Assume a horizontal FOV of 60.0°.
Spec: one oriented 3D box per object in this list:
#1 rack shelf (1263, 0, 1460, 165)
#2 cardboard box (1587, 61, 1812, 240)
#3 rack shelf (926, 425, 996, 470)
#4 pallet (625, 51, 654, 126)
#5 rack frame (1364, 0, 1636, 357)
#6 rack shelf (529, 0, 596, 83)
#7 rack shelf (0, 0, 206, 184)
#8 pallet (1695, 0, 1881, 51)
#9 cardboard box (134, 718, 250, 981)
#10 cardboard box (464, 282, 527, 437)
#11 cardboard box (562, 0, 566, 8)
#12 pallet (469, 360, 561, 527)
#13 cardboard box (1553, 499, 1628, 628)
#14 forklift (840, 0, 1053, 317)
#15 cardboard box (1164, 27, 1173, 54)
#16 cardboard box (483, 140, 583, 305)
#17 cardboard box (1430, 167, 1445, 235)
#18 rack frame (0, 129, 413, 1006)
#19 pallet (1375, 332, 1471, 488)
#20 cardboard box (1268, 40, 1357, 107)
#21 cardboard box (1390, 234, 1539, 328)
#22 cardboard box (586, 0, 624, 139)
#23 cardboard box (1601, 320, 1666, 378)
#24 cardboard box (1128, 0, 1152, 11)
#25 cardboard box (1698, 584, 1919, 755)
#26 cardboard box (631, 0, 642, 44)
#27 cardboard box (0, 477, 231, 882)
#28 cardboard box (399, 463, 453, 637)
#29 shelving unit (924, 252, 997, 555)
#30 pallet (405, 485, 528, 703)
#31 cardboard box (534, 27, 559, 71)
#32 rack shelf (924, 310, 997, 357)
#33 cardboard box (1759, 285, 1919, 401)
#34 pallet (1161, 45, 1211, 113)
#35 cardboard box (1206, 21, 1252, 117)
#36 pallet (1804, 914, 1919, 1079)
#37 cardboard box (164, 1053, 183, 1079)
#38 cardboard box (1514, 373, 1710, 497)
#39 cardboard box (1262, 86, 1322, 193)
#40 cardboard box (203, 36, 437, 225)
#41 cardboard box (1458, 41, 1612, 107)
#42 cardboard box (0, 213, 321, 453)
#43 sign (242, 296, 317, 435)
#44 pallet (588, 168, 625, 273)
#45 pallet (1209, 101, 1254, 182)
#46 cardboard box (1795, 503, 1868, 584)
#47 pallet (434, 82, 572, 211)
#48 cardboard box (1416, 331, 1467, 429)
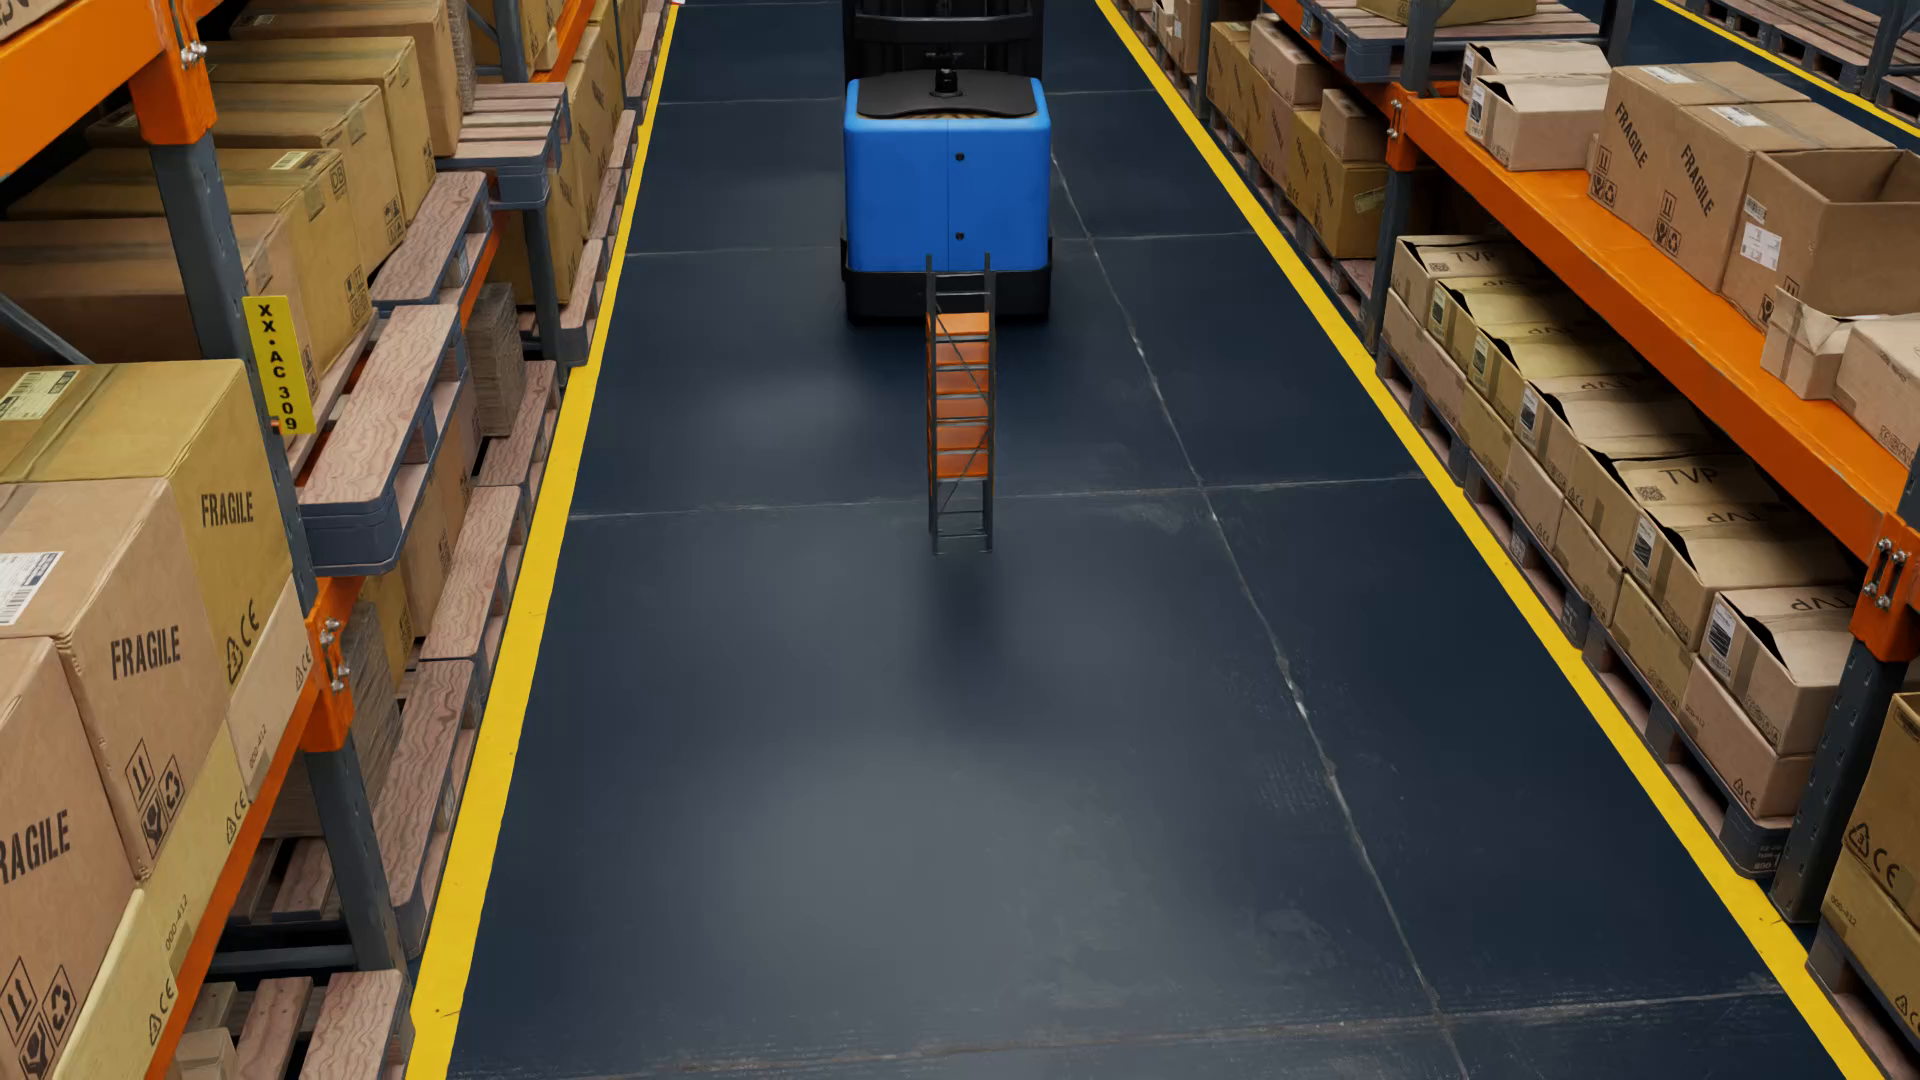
[{"bbox_3d":[2.352,-2.968,9.496,1.077,0.370,4.000,-3,31,-5],"label":"rack shelf"},{"bbox_3d":[2.712,-1.443,6.144,0.500,0.500,0.500,-4,31,-7],"label":"cardboard box"},{"bbox_3d":[0.001,-0.367,6.514,0.258,0.103,0.180,-3,31,-5],"label":"rack shelf"},{"bbox_3d":[-2.760,-3.254,11.992,1.003,0.211,1.213,-3,31,-5],"label":"pallet"},{"bbox_3d":[2.539,-2.256,7.602,1.000,3.000,0.127,-3,31,-5],"label":"rack frame"},{"bbox_3d":[-2.580,-2.729,9.096,1.077,0.370,4.000,-3,31,-5],"label":"rack shelf"},{"bbox_3d":[-1.832,0.067,1.488,1.077,0.370,4.000,-3,31,-5],"label":"rack shelf"},{"bbox_3d":[6.873,-4.335,13.801,1.003,0.211,1.213,-3,31,-5],"label":"pallet"},{"bbox_3d":[-1.635,0.563,3.009,0.500,0.250,0.500,-3,31,-4],"label":"cardboard box"},{"bbox_3d":[-2.274,-0.768,7.118,0.700,0.500,0.500,-2,31,-4],"label":"cardboard box"},{"bbox_3d":[-2.269,-2.978,8.403,0.500,0.500,0.500,-3,31,-5],"label":"cardboard box"},{"bbox_3d":[-2.321,-0.421,7.249,1.003,0.211,1.213,-3,31,-5],"label":"pallet"},{"bbox_3d":[2.491,0.069,5.981,0.500,0.250,0.500,-2,31,-3],"label":"cardboard box"},{"bbox_3d":[-0.099,-3.124,9.122,1.130,2.935,3.031,-1,31,-1],"label":"forklift"},{"bbox_3d":[1.735,-3.729,12.419,0.380,0.149,0.250,-3,31,-5],"label":"cardboard box"},{"bbox_3d":[-2.331,-1.656,8.284,0.750,0.750,0.750,-3,31,-5],"label":"cardboard box"},{"bbox_3d":[2.726,-1.885,8.989,0.500,0.500,0.500,-4,31,-6],"label":"cardboard box"},{"bbox_3d":[-2.019,0.025,3.783,1.000,3.000,0.127,-3,31,-5],"label":"rack frame"},{"bbox_3d":[2.577,-0.637,7.610,1.003,0.211,1.213,-3,31,-5],"label":"pallet"},{"bbox_3d":[2.108,-2.711,9.640,0.500,0.250,0.500,-3,31,-6],"label":"cardboard box"},{"bbox_3d":[2.295,-1.215,7.584,0.500,0.311,0.500,-2,31,-3],"label":"cardboard box"},{"bbox_3d":[-2.577,-2.991,10.519,0.750,0.750,0.750,-2,31,-4],"label":"cardboard box"},{"bbox_3d":[2.932,-0.718,6.752,0.500,0.311,0.500,-3,31,-5],"label":"cardboard box"},{"bbox_3d":[1.653,-4.547,13.690,0.500,0.250,0.500,-3,31,-5],"label":"cardboard box"},{"bbox_3d":[2.589,0.352,4.960,0.500,0.311,0.500,-3,31,-5],"label":"cardboard box"},{"bbox_3d":[-2.824,-4.072,12.670,0.700,0.500,0.500,-2,31,-3],"label":"cardboard box"},{"bbox_3d":[-1.615,0.240,2.818,0.500,0.500,0.500,-3,31,-5],"label":"cardboard box"},{"bbox_3d":[-2.210,0.011,5.816,0.700,0.500,0.500,-2,31,-4],"label":"cardboard box"},{"bbox_3d":[0.001,-0.508,6.430,0.258,1.200,0.189,-3,31,-5],"label":"shelving unit"},{"bbox_3d":[-2.211,0.201,6.208,1.003,0.211,1.213,-3,31,-5],"label":"pallet"},{"bbox_3d":[-2.149,-2.366,8.011,0.380,0.149,0.250,-2,31,-3],"label":"cardboard box"},{"bbox_3d":[0.001,-0.779,6.268,0.258,0.103,0.180,-3,31,-5],"label":"rack shelf"},{"bbox_3d":[2.647,-0.596,4.954,0.396,0.266,0.258,-3,31,-6],"label":"cardboard box"},{"bbox_3d":[2.102,-3.452,12.323,1.003,0.211,1.213,-3,31,-5],"label":"pallet"},{"bbox_3d":[1.968,-3.155,11.116,0.500,0.500,0.500,-4,31,-7],"label":"cardboard box"},{"bbox_3d":[2.945,1.391,4.215,1.003,0.211,1.213,-3,31,-5],"label":"pallet"},{"bbox_3d":[-1.882,1.438,3.427,0.500,0.500,0.500,-5,31,-8],"label":"cardboard box"},{"bbox_3d":[2.447,-0.425,6.261,0.500,0.311,0.500,-3,31,-5],"label":"cardboard box"},{"bbox_3d":[2.114,-2.370,9.801,0.500,0.500,0.500,-4,31,-6],"label":"cardboard box"},{"bbox_3d":[-2.201,-1.374,5.599,0.700,0.500,0.500,-3,31,-5],"label":"cardboard box"},{"bbox_3d":[2.529,-2.030,7.311,0.500,0.311,0.500,-1,31,-1],"label":"cardboard box"},{"bbox_3d":[-2.033,-0.468,4.082,0.700,0.500,0.500,-3,31,-4],"label":"cardboard box"},{"bbox_3d":[-1.480,-0.376,3.611,0.100,0.325,0.005,-3,31,-5],"label":"sign"},{"bbox_3d":[-2.502,-1.847,9.637,1.003,0.211,1.213,-3,31,-5],"label":"pallet"},{"bbox_3d":[2.279,-2.688,11.044,1.003,0.211,1.213,-3,31,-5],"label":"pallet"},{"bbox_3d":[3.080,0.067,5.438,0.500,0.311,0.500,-3,31,-5],"label":"cardboard box"},{"bbox_3d":[-2.220,-1.576,6.650,1.213,0.211,1.003,-3,31,-5],"label":"pallet"},{"bbox_3d":[2.343,-0.718,7.299,0.500,0.250,0.500,-4,31,-6],"label":"cardboard box"}]
